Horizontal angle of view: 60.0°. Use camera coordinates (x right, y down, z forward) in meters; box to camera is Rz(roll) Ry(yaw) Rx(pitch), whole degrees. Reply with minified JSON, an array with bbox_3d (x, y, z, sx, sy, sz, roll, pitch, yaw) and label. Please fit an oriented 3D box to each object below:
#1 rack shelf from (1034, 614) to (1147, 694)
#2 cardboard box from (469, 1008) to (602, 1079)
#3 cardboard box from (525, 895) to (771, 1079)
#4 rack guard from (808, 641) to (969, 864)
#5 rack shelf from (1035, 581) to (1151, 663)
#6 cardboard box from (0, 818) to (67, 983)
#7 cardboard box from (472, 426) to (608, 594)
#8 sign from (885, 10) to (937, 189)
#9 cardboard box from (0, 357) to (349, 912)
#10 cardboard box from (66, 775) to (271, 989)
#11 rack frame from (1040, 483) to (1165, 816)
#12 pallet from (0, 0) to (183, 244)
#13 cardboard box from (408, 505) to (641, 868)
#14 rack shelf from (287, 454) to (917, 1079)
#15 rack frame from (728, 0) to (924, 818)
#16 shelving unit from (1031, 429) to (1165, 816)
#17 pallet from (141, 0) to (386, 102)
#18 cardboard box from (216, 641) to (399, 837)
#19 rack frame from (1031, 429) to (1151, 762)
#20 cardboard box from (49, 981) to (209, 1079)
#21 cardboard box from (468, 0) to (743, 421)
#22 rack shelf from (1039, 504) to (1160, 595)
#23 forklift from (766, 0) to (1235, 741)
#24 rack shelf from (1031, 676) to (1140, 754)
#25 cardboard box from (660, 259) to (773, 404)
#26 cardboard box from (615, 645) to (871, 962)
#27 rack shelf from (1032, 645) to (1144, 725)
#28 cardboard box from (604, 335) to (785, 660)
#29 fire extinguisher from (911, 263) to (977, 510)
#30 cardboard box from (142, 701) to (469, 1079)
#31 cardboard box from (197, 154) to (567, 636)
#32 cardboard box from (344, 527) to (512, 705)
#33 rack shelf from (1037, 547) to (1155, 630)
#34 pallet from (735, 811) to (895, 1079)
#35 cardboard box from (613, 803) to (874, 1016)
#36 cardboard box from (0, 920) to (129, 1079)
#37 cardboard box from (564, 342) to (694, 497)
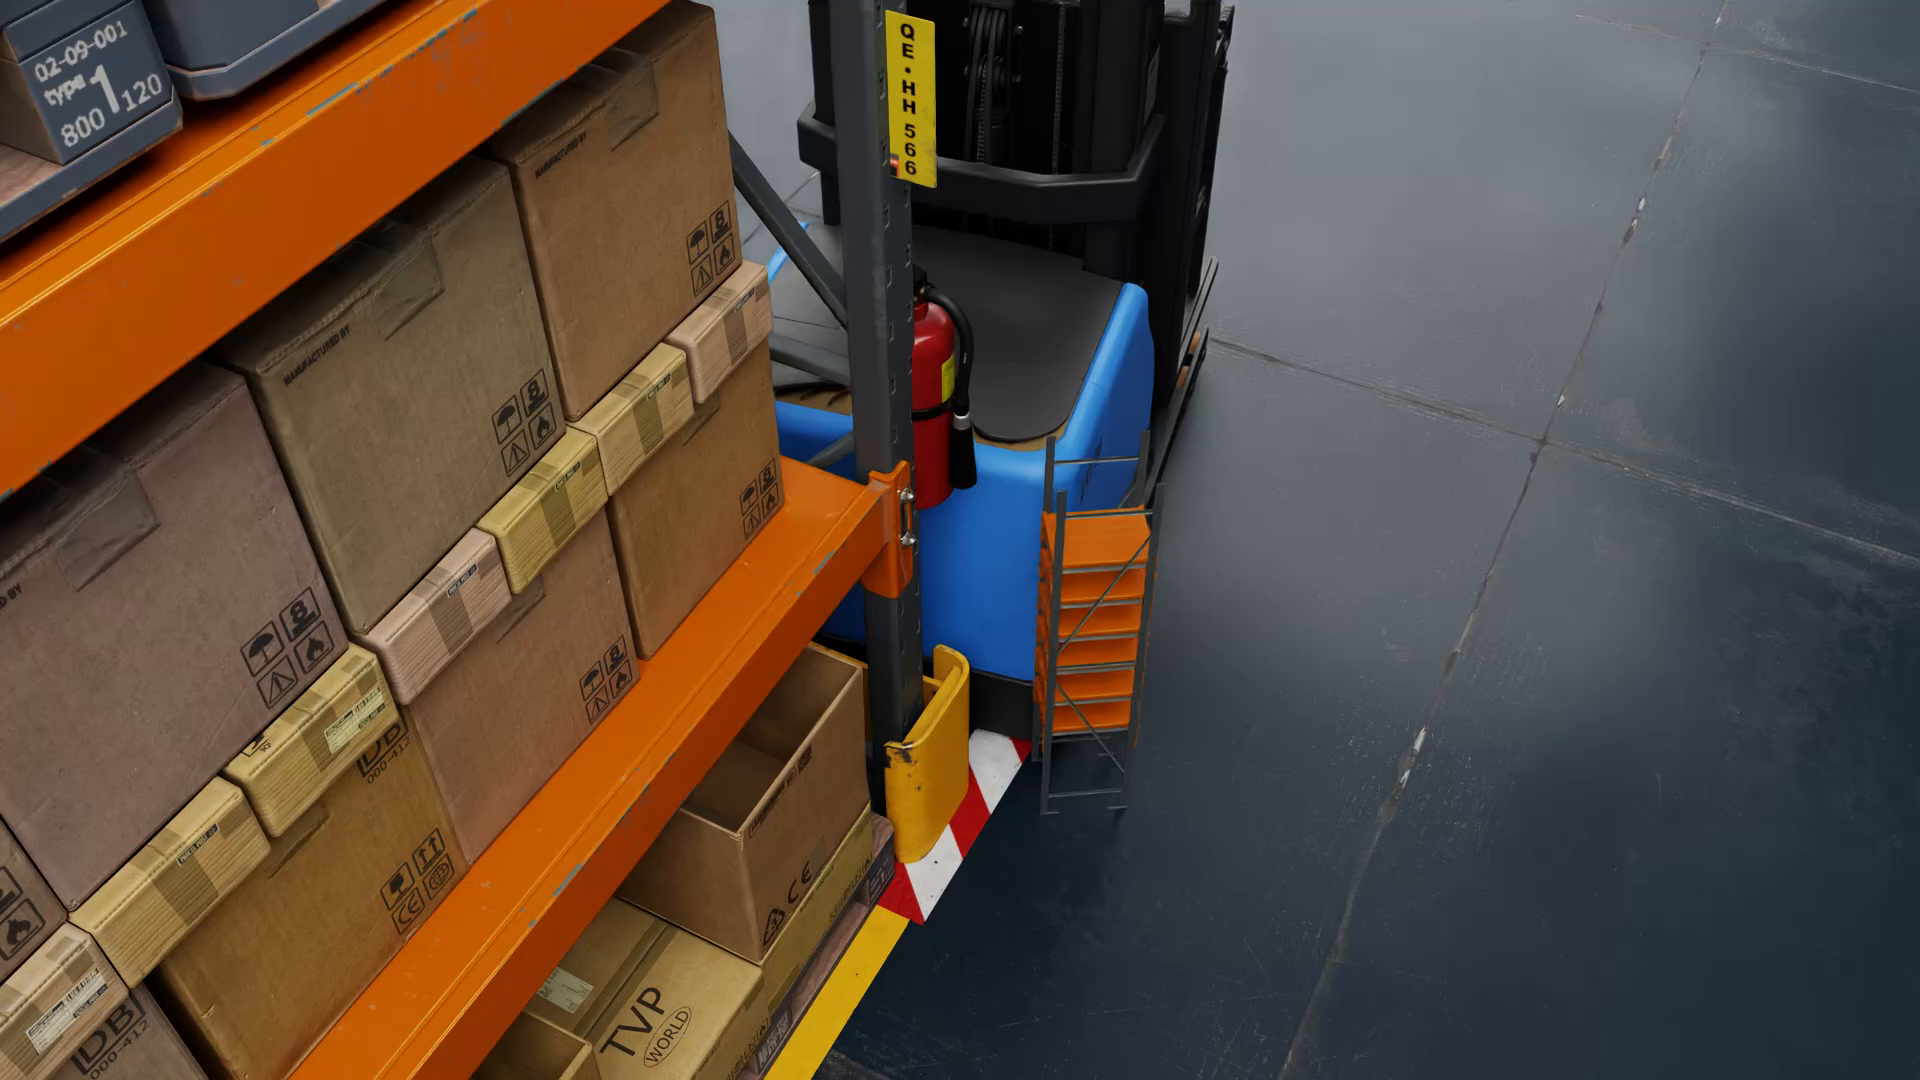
[{"bbox_3d":[0.326,0.278,4.193,0.258,0.103,0.180,-4,45,-4],"label":"rack shelf"},{"bbox_3d":[-0.998,1.159,3.106,0.500,0.500,0.500,20,49,19],"label":"cardboard box"},{"bbox_3d":[-0.771,1.106,3.686,0.500,0.250,0.500,20,49,19],"label":"cardboard box"},{"bbox_3d":[-0.551,0.396,4.507,1.175,0.500,0.348,20,49,19],"label":"rack guard"},{"bbox_3d":[0.326,0.192,4.108,0.258,0.103,0.180,-4,45,-4],"label":"rack shelf"},{"bbox_3d":[-1.520,0.331,1.831,0.700,0.500,0.500,20,49,19],"label":"cardboard box"},{"bbox_3d":[-0.809,-0.100,2.714,0.380,0.149,0.250,20,49,18],"label":"cardboard box"},{"bbox_3d":[-0.088,-0.769,2.921,0.100,0.325,0.005,20,49,19],"label":"sign"},{"bbox_3d":[-1.287,0.016,2.143,0.700,0.500,0.500,21,49,19],"label":"cardboard box"},{"bbox_3d":[-1.170,0.390,2.230,0.380,0.149,0.250,22,49,20],"label":"cardboard box"},{"bbox_3d":[0.336,0.310,4.097,0.240,1.200,0.006,-4,45,-4],"label":"rack frame"},{"bbox_3d":[-1.478,-0.282,1.373,1.003,0.211,1.213,20,49,19],"label":"pallet"},{"bbox_3d":[-1.029,0.120,2.952,0.700,0.500,0.500,22,49,20],"label":"cardboard box"},{"bbox_3d":[-1.490,1.046,2.613,1.077,0.370,4.000,20,49,19],"label":"rack shelf"},{"bbox_3d":[-0.562,-0.467,3.603,1.000,3.000,0.127,20,49,19],"label":"rack frame"},{"bbox_3d":[0.326,0.246,4.161,0.258,1.200,0.189,-4,45,-4],"label":"shelving unit"},{"bbox_3d":[-0.913,-1.054,2.135,1.003,0.211,1.213,20,49,19],"label":"pallet"},{"bbox_3d":[-1.050,0.223,2.394,0.380,0.149,0.250,22,49,20],"label":"cardboard box"},{"bbox_3d":[0.317,0.182,4.226,0.240,1.200,0.006,-4,45,-4],"label":"rack frame"},{"bbox_3d":[-1.506,0.764,2.316,0.700,0.500,0.500,22,49,20],"label":"cardboard box"},{"bbox_3d":[-0.815,-0.635,2.786,0.700,0.500,0.500,21,49,19],"label":"cardboard box"},{"bbox_3d":[0.326,0.022,3.940,0.258,0.103,0.180,-4,45,-4],"label":"rack shelf"},{"bbox_3d":[0.230,-1.544,4.715,1.130,2.935,3.031,13,47,12],"label":"forklift"},{"bbox_3d":[0.327,0.449,4.361,0.258,0.103,0.180,-4,45,-4],"label":"rack shelf"},{"bbox_3d":[-0.571,-0.427,3.036,0.380,0.149,0.250,20,49,18],"label":"cardboard box"},{"bbox_3d":[-0.547,0.524,3.734,0.500,0.500,0.500,20,49,19],"label":"cardboard box"},{"bbox_3d":[0.326,0.363,4.277,0.258,0.103,0.180,-4,45,-4],"label":"rack shelf"},{"bbox_3d":[-0.790,-0.212,3.281,0.700,0.500,0.500,20,49,19],"label":"cardboard box"},{"bbox_3d":[-0.096,-0.361,3.552,0.296,0.674,0.183,20,49,19],"label":"fire extinguisher"},{"bbox_3d":[-1.265,0.431,2.645,0.700,0.500,0.500,21,49,19],"label":"cardboard box"},{"bbox_3d":[-1.054,-0.302,2.457,0.700,0.500,0.500,19,48,18],"label":"cardboard box"},{"bbox_3d":[-0.928,0.058,2.558,0.380,0.149,0.250,21,49,20],"label":"cardboard box"},{"bbox_3d":[0.326,0.107,4.024,0.258,0.103,0.180,-4,45,-4],"label":"rack shelf"},{"bbox_3d":[-0.880,1.009,4.105,1.003,0.211,1.213,20,49,19],"label":"pallet"},{"bbox_3d":[-0.549,0.787,4.001,0.500,0.250,0.500,20,49,19],"label":"cardboard box"},{"bbox_3d":[-1.289,0.551,2.070,0.380,0.149,0.250,20,49,19],"label":"cardboard box"},{"bbox_3d":[-0.691,-0.261,2.873,0.380,0.149,0.250,22,49,20],"label":"cardboard box"}]
